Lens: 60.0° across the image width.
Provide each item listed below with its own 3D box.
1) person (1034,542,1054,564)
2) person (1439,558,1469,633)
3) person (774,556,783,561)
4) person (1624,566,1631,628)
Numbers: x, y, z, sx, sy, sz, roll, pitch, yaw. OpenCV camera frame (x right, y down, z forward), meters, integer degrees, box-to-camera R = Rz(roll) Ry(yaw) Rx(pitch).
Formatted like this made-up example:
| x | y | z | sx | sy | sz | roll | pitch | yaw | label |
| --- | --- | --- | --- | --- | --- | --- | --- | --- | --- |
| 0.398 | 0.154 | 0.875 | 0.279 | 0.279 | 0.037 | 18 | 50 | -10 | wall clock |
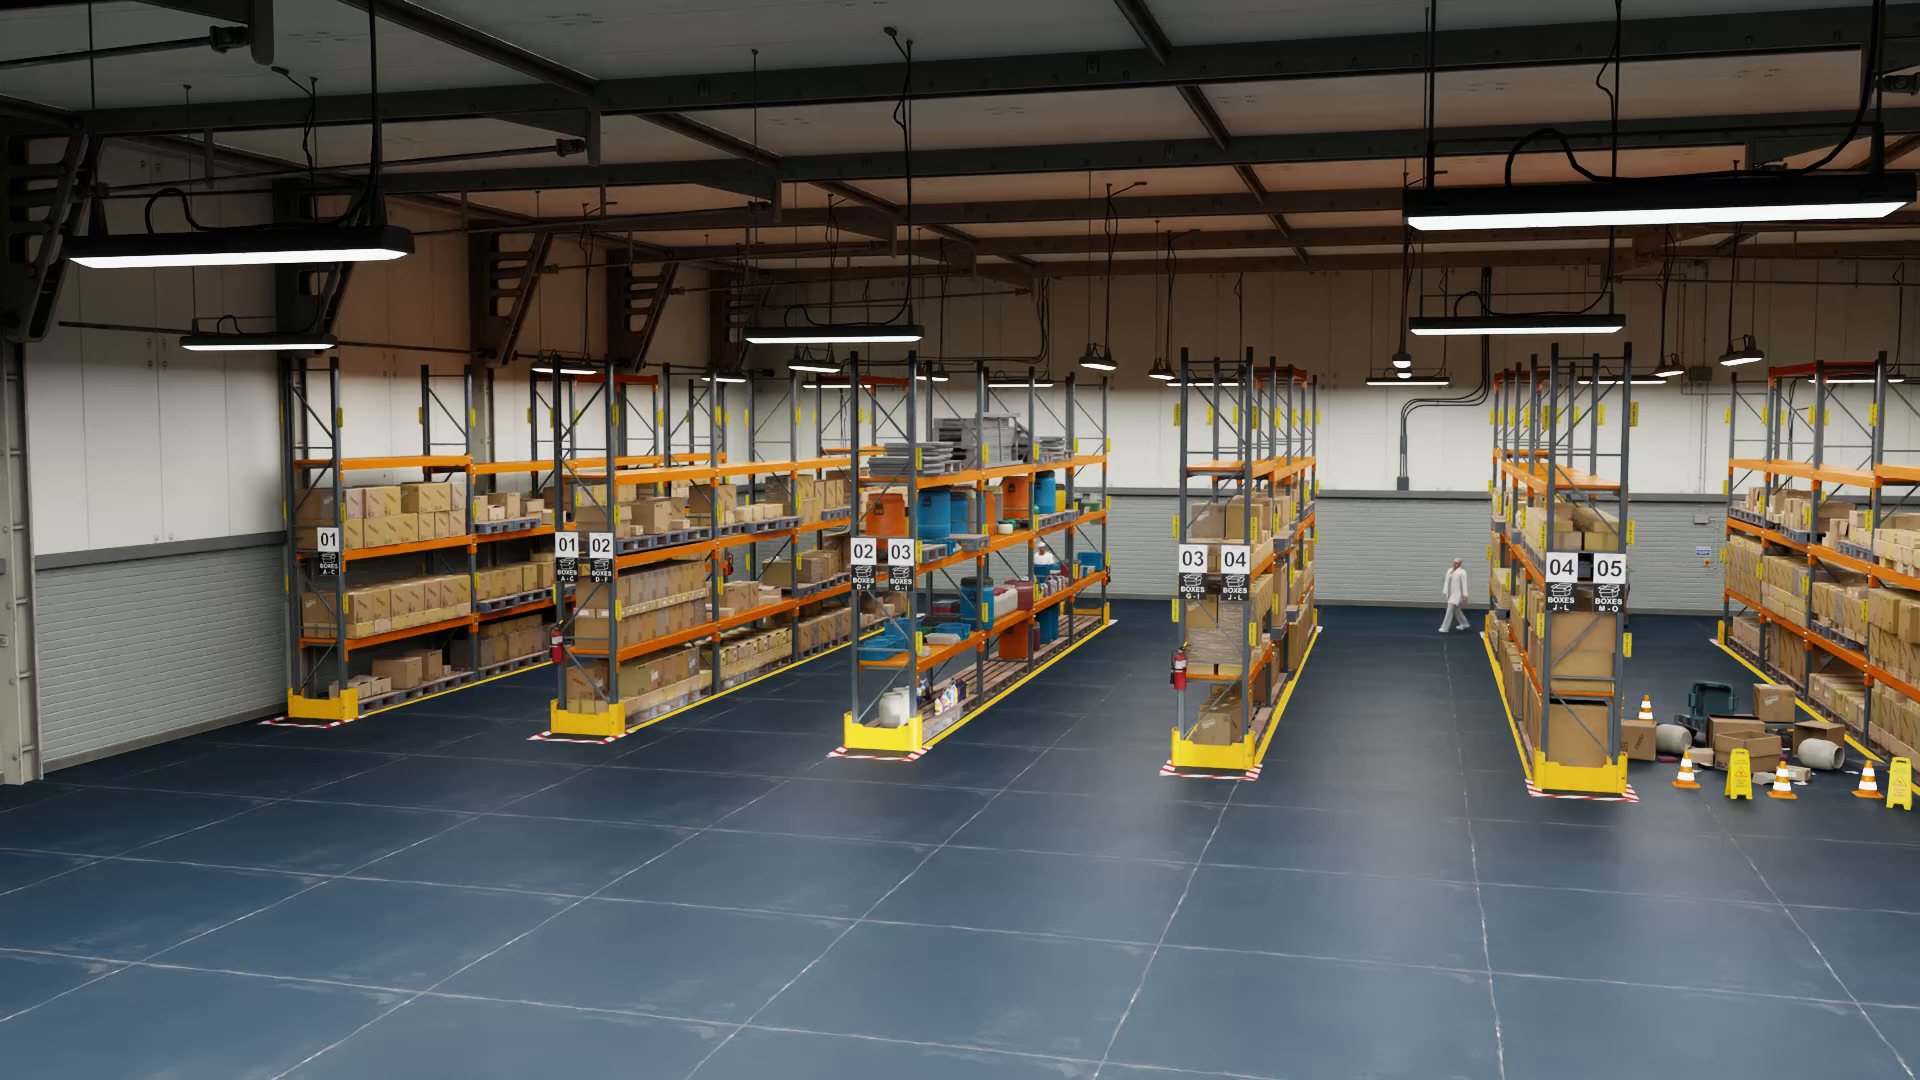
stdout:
| x | y | z | sx | sy | sz | roll | pitch | yaw | label |
| --- | --- | --- | --- | --- | --- | --- | --- | --- | --- |
| 2.154 | 0.909 | 43.926 | 0.636 | 1.708 | 1.085 | 1 | 4 | 18 | person |
| 11.527 | 1.281 | 38.772 | 1.021 | 1.733 | 0.615 | -2 | 5 | -26 | person |
| -4.297 | 1.268 | 38.804 | 0.592 | 1.788 | 0.520 | 3 | 5 | 39 | person |
| 15.638 | 1.245 | 39.472 | 0.499 | 1.757 | 0.581 | -1 | 4 | -9 | person |
